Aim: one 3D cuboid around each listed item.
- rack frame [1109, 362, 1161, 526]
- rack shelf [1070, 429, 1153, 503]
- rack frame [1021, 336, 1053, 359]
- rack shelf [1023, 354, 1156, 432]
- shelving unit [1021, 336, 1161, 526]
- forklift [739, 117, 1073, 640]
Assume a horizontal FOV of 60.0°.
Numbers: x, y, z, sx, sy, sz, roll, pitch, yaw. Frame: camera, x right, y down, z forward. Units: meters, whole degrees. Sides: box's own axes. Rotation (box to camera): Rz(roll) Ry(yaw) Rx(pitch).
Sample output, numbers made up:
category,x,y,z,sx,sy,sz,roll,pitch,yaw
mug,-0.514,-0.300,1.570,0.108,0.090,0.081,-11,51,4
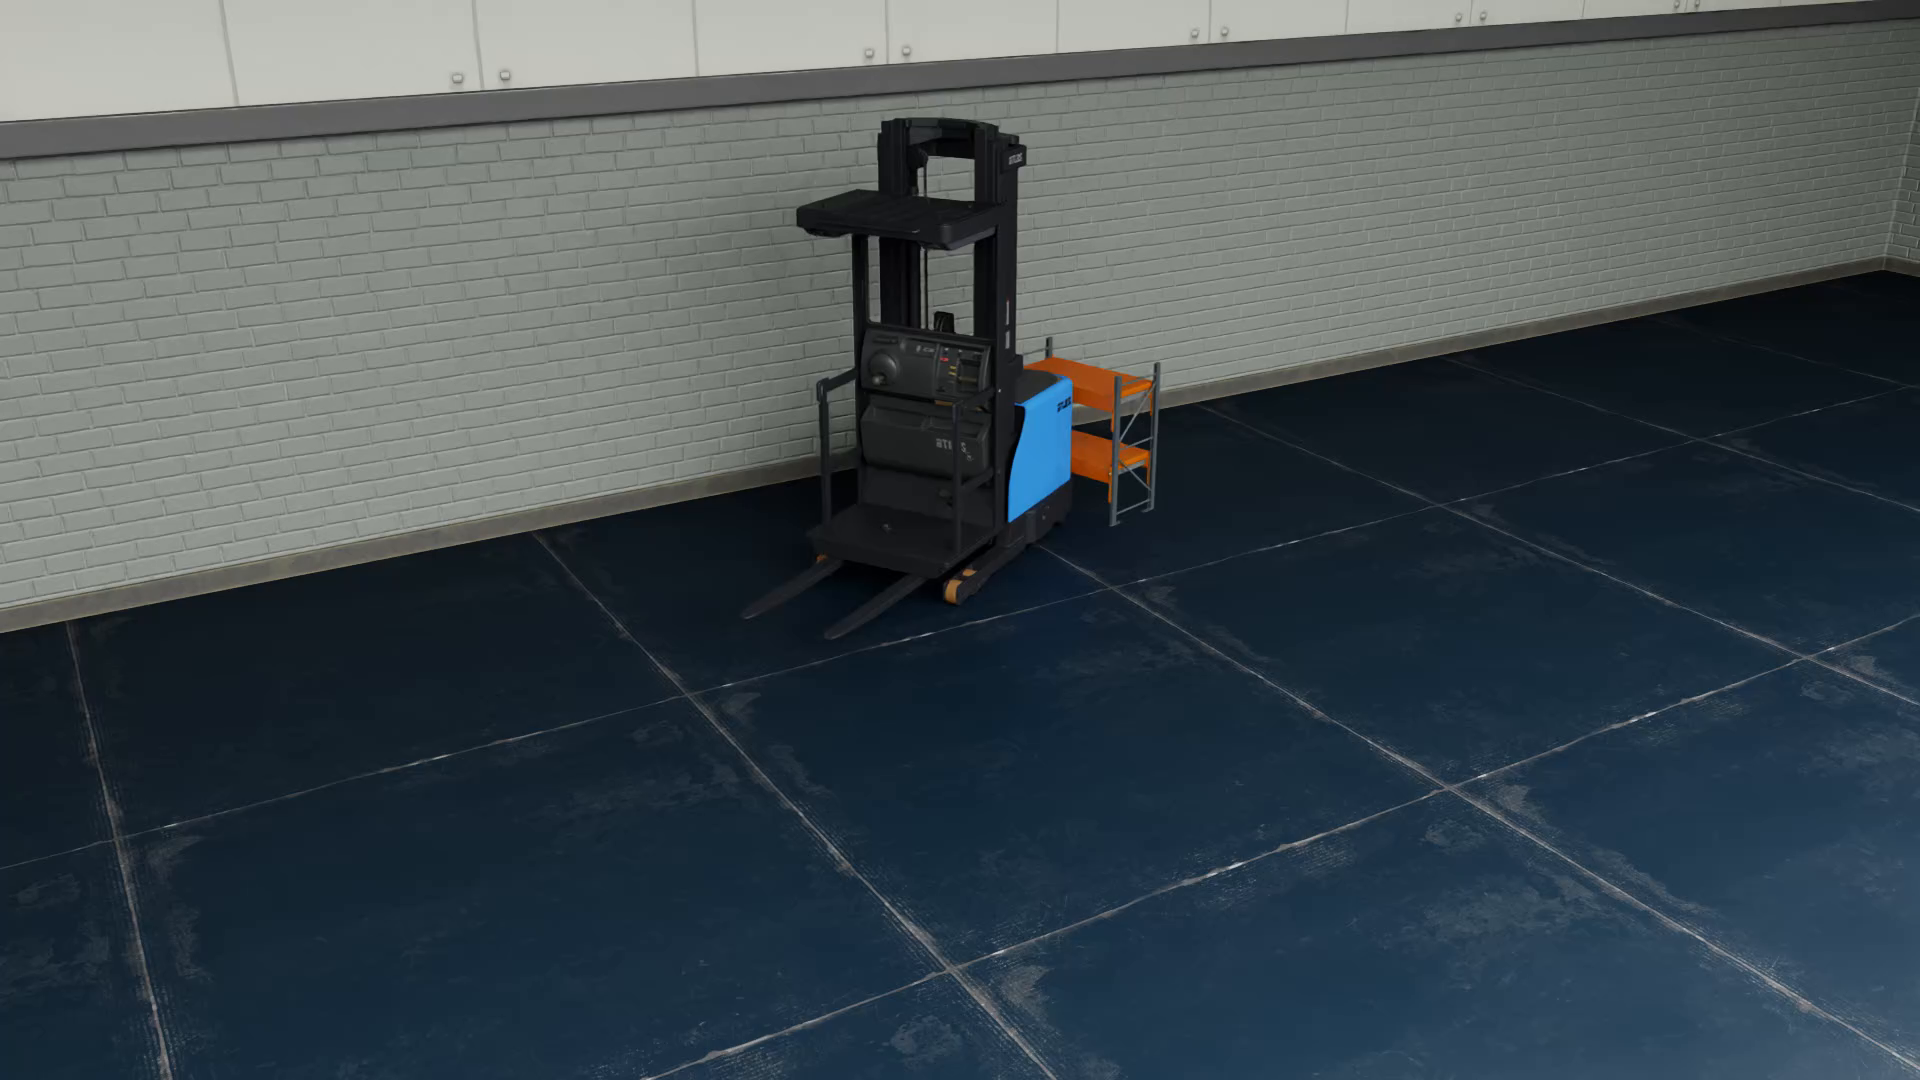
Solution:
category,x,y,z,sx,sy,sz,roll,pitch,yaw
rack frame,1.265,-0.692,12.019,0.032,1.125,0.500,19,29,39
rack shelf,0.893,-0.596,12.432,1.000,0.278,0.538,19,29,39
rack frame,0.521,-0.953,12.661,0.032,1.125,0.500,19,29,39
rack shelf,0.893,-1.094,12.230,1.000,0.278,0.538,19,29,39
shelving unit,0.893,-0.822,12.340,1.048,1.125,0.538,19,29,39
forklift,-0.328,-1.129,10.698,1.130,2.935,3.031,12,25,26
